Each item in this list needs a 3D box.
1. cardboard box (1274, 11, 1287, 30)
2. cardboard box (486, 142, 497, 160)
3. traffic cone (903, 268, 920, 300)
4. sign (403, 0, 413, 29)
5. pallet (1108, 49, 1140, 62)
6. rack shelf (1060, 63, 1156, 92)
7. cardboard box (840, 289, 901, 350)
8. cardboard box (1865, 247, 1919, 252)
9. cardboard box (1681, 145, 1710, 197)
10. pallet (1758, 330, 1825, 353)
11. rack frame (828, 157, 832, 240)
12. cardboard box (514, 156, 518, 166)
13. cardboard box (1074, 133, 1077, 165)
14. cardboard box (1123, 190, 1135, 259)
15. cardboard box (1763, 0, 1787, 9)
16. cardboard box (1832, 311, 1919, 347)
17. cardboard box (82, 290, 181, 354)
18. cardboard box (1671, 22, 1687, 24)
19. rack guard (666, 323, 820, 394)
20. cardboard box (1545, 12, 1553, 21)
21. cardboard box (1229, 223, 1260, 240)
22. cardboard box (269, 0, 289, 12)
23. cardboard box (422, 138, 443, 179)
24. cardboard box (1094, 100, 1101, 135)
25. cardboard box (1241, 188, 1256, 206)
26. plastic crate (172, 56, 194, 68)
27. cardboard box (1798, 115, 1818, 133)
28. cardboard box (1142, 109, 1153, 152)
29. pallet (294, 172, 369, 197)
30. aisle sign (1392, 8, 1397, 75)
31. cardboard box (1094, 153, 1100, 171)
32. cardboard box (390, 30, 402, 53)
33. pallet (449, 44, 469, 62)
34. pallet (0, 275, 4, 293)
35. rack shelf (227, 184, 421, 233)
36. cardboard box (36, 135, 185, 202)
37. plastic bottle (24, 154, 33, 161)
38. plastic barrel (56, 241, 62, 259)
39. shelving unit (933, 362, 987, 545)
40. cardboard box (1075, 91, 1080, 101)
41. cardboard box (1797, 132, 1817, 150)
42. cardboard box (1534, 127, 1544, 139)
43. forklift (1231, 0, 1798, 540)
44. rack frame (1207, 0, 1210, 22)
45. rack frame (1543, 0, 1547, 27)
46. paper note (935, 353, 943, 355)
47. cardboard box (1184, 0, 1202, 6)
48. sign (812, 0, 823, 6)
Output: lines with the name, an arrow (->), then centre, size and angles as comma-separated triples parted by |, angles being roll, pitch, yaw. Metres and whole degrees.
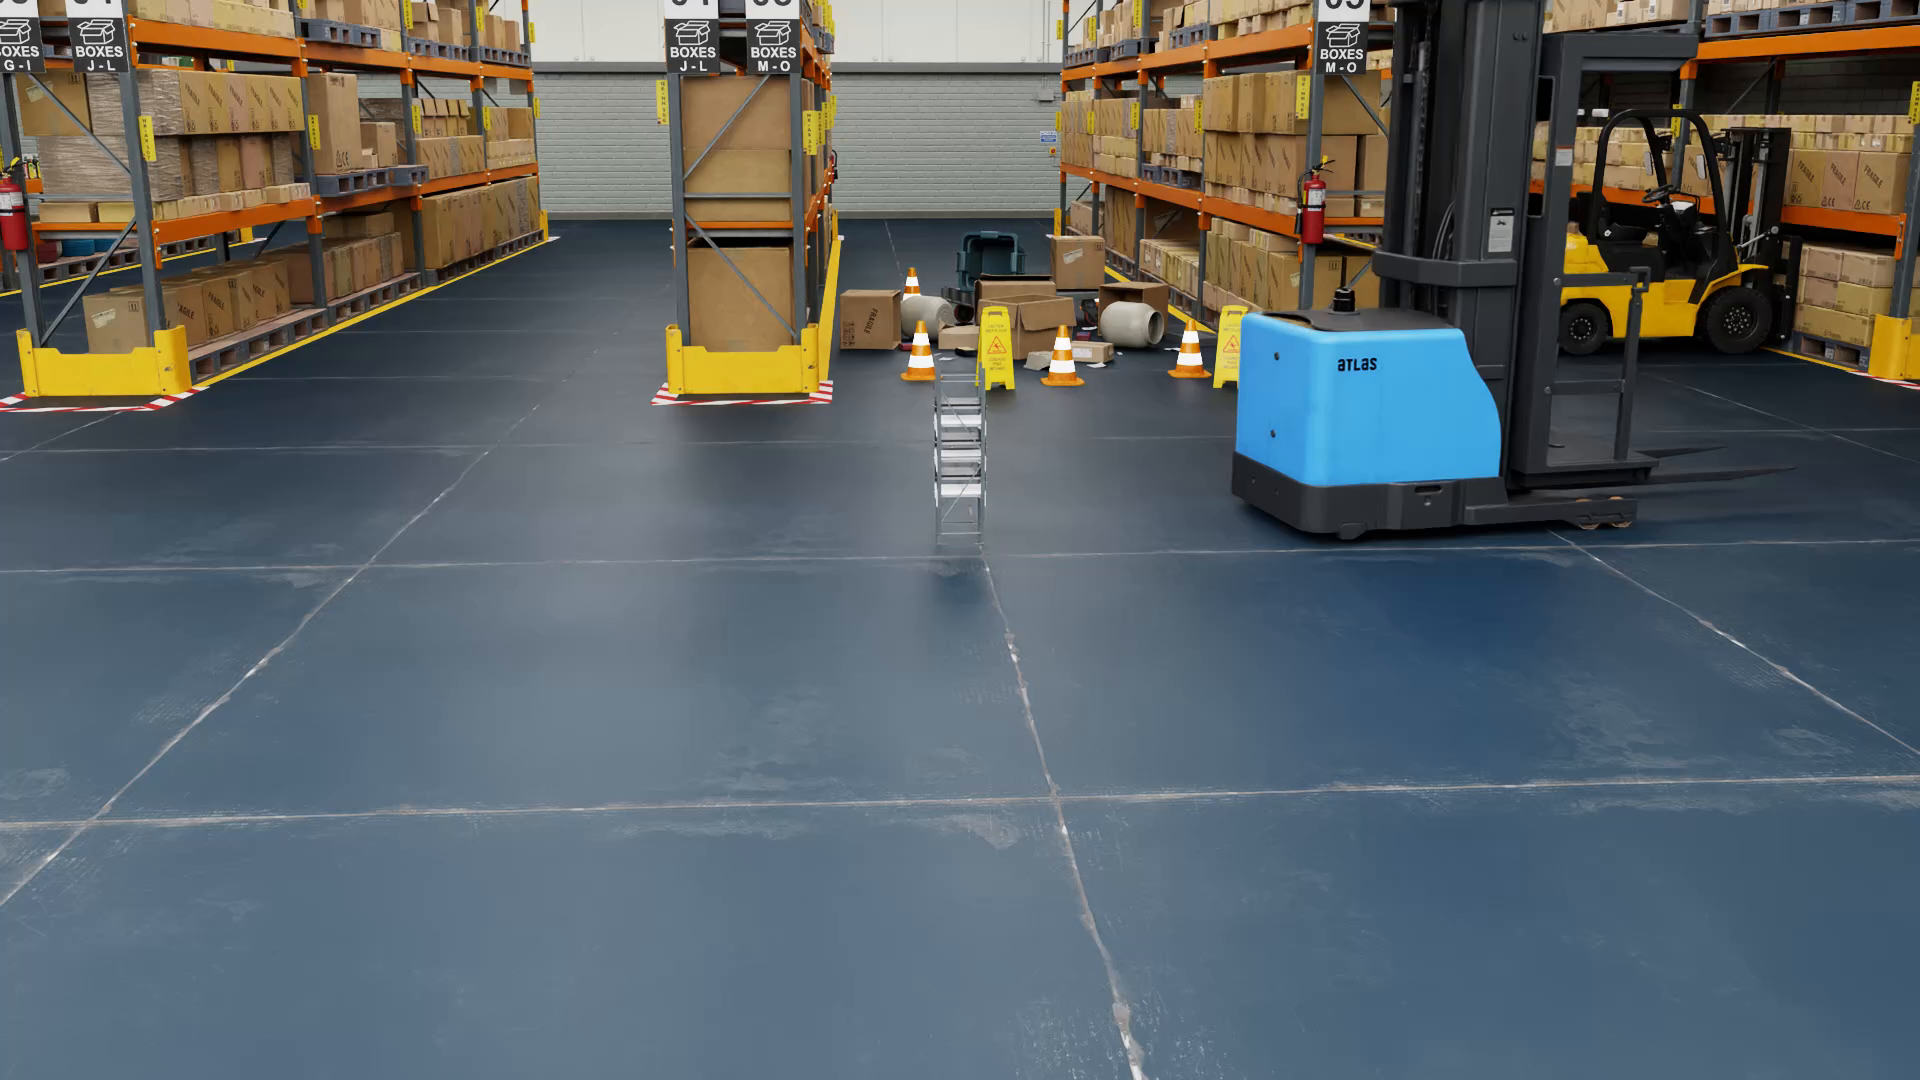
cardboard box -> 2.889, -4.415, 14.149 | 0.380, 0.149, 0.250 | -1, 14, -4
cardboard box -> -7.170, -5.770, 24.635 | 0.500, 0.250, 0.500 | -1, 14, -4
traffic cone -> -0.526, -2.767, 18.353 | 0.336, 0.463, 0.334 | -1, 14, -3
sign -> -6.612, -6.293, 19.909 | 0.100, 0.325, 0.005 | -1, 14, -3
pallet -> 2.595, -6.863, 23.545 | 0.805, 0.209, 1.217 | -1, 15, -6
rack shelf -> 2.365, -7.332, 26.427 | 1.077, 0.370, 4.000 | -1, 14, -3
cardboard box -> -0.829, -2.060, 15.523 | 0.500, 0.500, 0.500 | 2, 15, 6
cardboard box -> 8.311, -2.426, 14.605 | 0.500, 0.250, 0.500 | -1, 14, -3
cardboard box -> 7.705, -3.752, 16.890 | 0.500, 0.500, 0.500 | -1, 14, -5
pallet -> 8.025, -1.965, 15.741 | 1.003, 0.211, 1.213 | -1, 14, -3
rack frame -> -2.693, -6.624, 28.250 | 1.000, 3.000, 0.127 | -1, 14, -3
cardboard box -> -7.205, -5.987, 26.279 | 0.380, 0.149, 0.250 | -1, 14, -2
cardboard box -> 2.105, -6.273, 26.687 | 0.500, 0.500, 0.500 | 0, 14, -2
cardboard box -> 2.726, -4.305, 22.659 | 0.875, 0.875, 0.875 | -1, 14, -3
cardboard box -> 7.727, -5.084, 15.472 | 0.396, 0.266, 0.258 | -1, 14, -5
cardboard box -> 7.842, -1.807, 14.206 | 0.500, 0.250, 0.500 | -1, 14, -3
cardboard box -> -6.681, -1.741, 13.448 | 0.500, 0.500, 0.500 | 2, 15, 7
cardboard box -> 7.947, -5.676, 18.007 | 0.380, 0.149, 0.250 | -1, 14, -3
rack guard -> -1.700, -1.428, 13.072 | 1.175, 0.500, 0.348 | -1, 14, -3
cardboard box -> 7.374, -6.611, 21.086 | 0.380, 0.149, 0.250 | 0, 14, -2
cardboard box -> 2.753, -2.912, 15.693 | 0.380, 0.149, 0.250 | 0, 14, 0
cardboard box -> -6.598, -5.084, 15.749 | 0.380, 0.149, 0.250 | 0, 14, -2
cardboard box -> -6.947, -4.884, 21.289 | 0.500, 0.500, 0.500 | -1, 14, -5
cardboard box -> 2.229, -6.149, 24.198 | 0.500, 0.500, 0.500 | -1, 14, -3
cardboard box -> 2.797, -3.155, 15.274 | 0.380, 0.149, 0.250 | -1, 14, -4
plastic crate -> -12.247, -7.605, 26.469 | 0.450, 0.188, 0.336 | -1, 14, -3
cardboard box -> 7.775, -3.732, 14.911 | 0.380, 0.149, 0.250 | -1, 14, -2
cardboard box -> 2.534, -5.016, 20.361 | 0.500, 0.500, 0.500 | -1, 14, -5
pallet -> -6.809, -3.687, 17.222 | 1.003, 0.211, 1.213 | -1, 14, -3
aisle sign -> 3.546, -3.994, 12.814 | 0.394, 0.787, 0.004 | -1, 14, -3
cardboard box -> 2.253, -5.544, 24.355 | 0.500, 0.250, 0.500 | -1, 14, -5
cardboard box -> -6.880, -5.848, 19.517 | 0.500, 0.250, 0.500 | -1, 14, -3
pallet -> -7.296, -6.710, 22.950 | 0.805, 0.209, 1.217 | -1, 15, -6
pallet -> -12.088, -2.962, 19.616 | 1.003, 0.211, 1.213 | -1, 14, -3
rack shelf -> -7.030, -3.737, 18.473 | 1.077, 0.370, 4.000 | -1, 14, -3
cardboard box -> -6.665, -2.923, 13.068 | 0.875, 0.500, 0.500 | -1, 14, -3
plastic bottle -> -12.640, -5.089, 22.536 | 0.152, 0.276, 0.135 | -1, 14, -3
plastic barrel -> -12.339, -4.046, 22.381 | 0.421, 0.512, 0.421 | 0, 14, 0
shelving unit -> 0.000, -0.438, 8.422 | 0.258, 0.900, 0.210 | -1, 14, -3
cardboard box -> 2.041, -7.093, 26.565 | 0.380, 0.149, 0.250 | -1, 14, -5
cardboard box -> 7.781, -3.587, 14.944 | 0.380, 0.149, 0.250 | -1, 14, -3
cardboard box -> 7.416, -5.092, 20.794 | 0.380, 0.149, 0.250 | 0, 14, -2
forklift -> 3.085, -1.595, 8.843 | 3.031, 2.935, 1.130 | -4, 15, -13
rack frame -> 2.985, -6.646, 16.298 | 1.000, 3.000, 0.127 | -1, 14, -3
rack frame -> 7.691, -7.718, 20.465 | 1.000, 3.000, 0.127 | -1, 14, -3
paper note -> -0.199, -1.679, 15.033 | 0.032, 0.001, 0.123 | 7, 16, 26
cardboard box -> 2.736, -5.962, 18.113 | 0.500, 0.250, 0.500 | -1, 14, -3
sign -> -1.396, -5.389, 16.237 | 0.100, 0.325, 0.005 | -1, 14, -3
